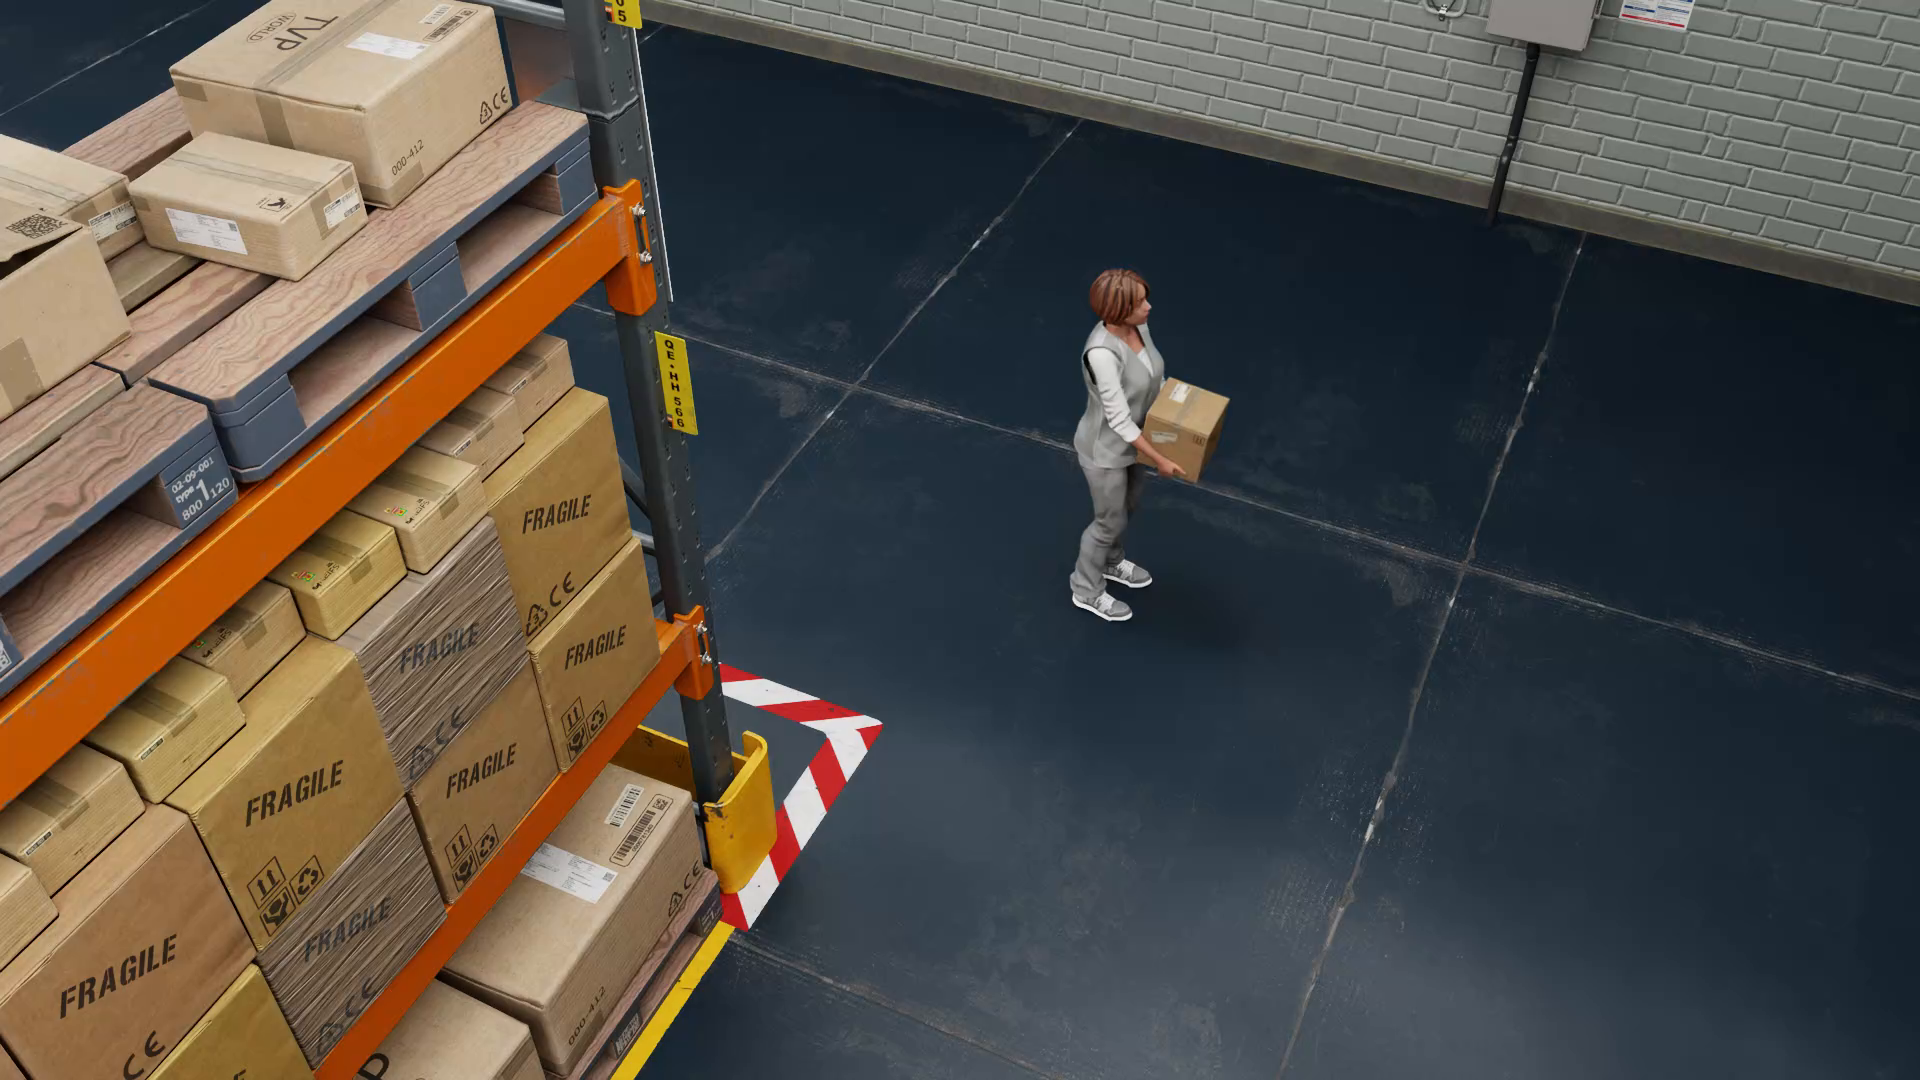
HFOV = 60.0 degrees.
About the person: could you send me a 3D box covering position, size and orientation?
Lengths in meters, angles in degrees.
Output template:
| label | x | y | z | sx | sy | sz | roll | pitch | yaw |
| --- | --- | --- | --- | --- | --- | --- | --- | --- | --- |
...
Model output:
| label | x | y | z | sx | sy | sz | roll | pitch | yaw |
| --- | --- | --- | --- | --- | --- | --- | --- | --- | --- |
| person | 0.697 | -0.353 | 6.551 | 0.492 | 1.594 | 0.419 | 17 | 45 | 18 |
